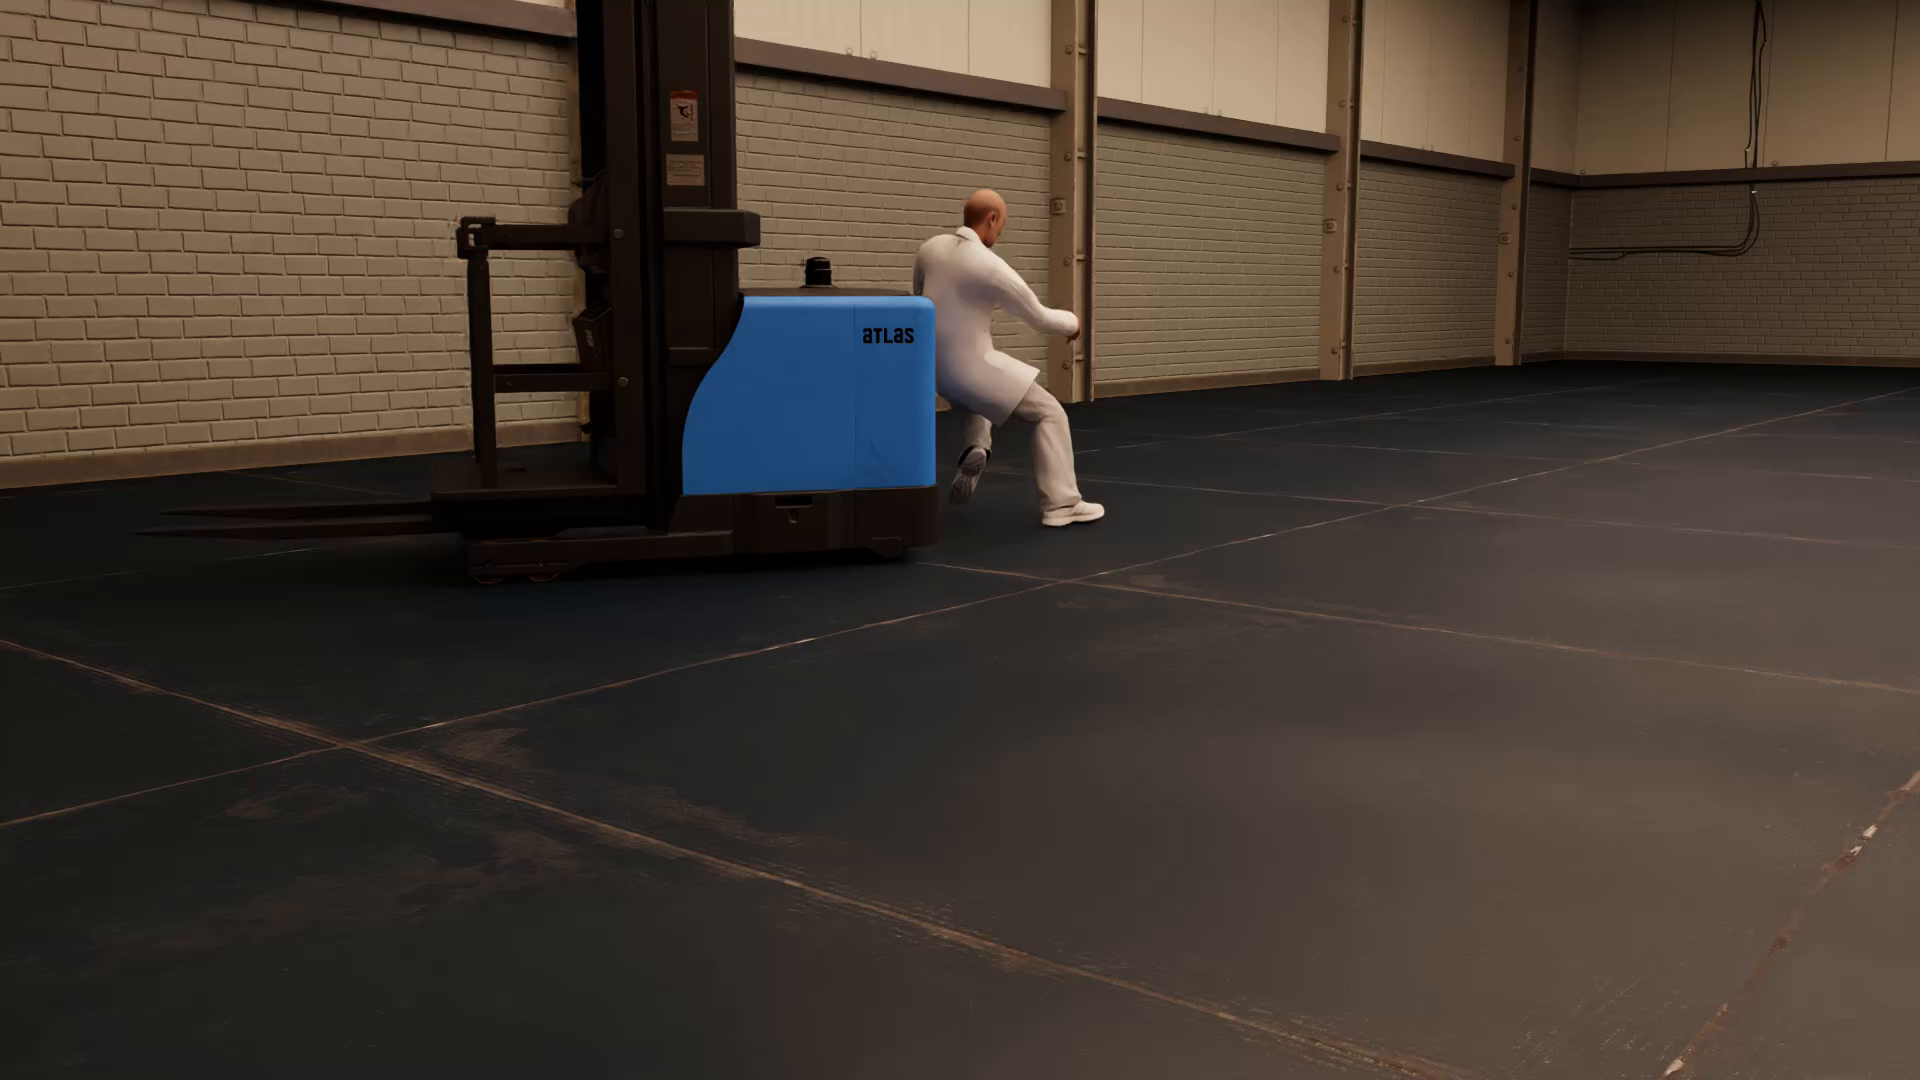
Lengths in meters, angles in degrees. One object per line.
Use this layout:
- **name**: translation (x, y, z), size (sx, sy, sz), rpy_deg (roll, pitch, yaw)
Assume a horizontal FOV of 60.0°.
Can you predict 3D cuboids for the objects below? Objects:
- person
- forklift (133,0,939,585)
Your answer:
- **person**: translation (0.202, -0.885, 8.033), size (0.773, 1.566, 0.886), rpy_deg (-7, 11, -38)
- **forklift**: translation (-1.661, -1.367, 6.627), size (3.031, 2.935, 1.130), rpy_deg (-3, 9, -17)
